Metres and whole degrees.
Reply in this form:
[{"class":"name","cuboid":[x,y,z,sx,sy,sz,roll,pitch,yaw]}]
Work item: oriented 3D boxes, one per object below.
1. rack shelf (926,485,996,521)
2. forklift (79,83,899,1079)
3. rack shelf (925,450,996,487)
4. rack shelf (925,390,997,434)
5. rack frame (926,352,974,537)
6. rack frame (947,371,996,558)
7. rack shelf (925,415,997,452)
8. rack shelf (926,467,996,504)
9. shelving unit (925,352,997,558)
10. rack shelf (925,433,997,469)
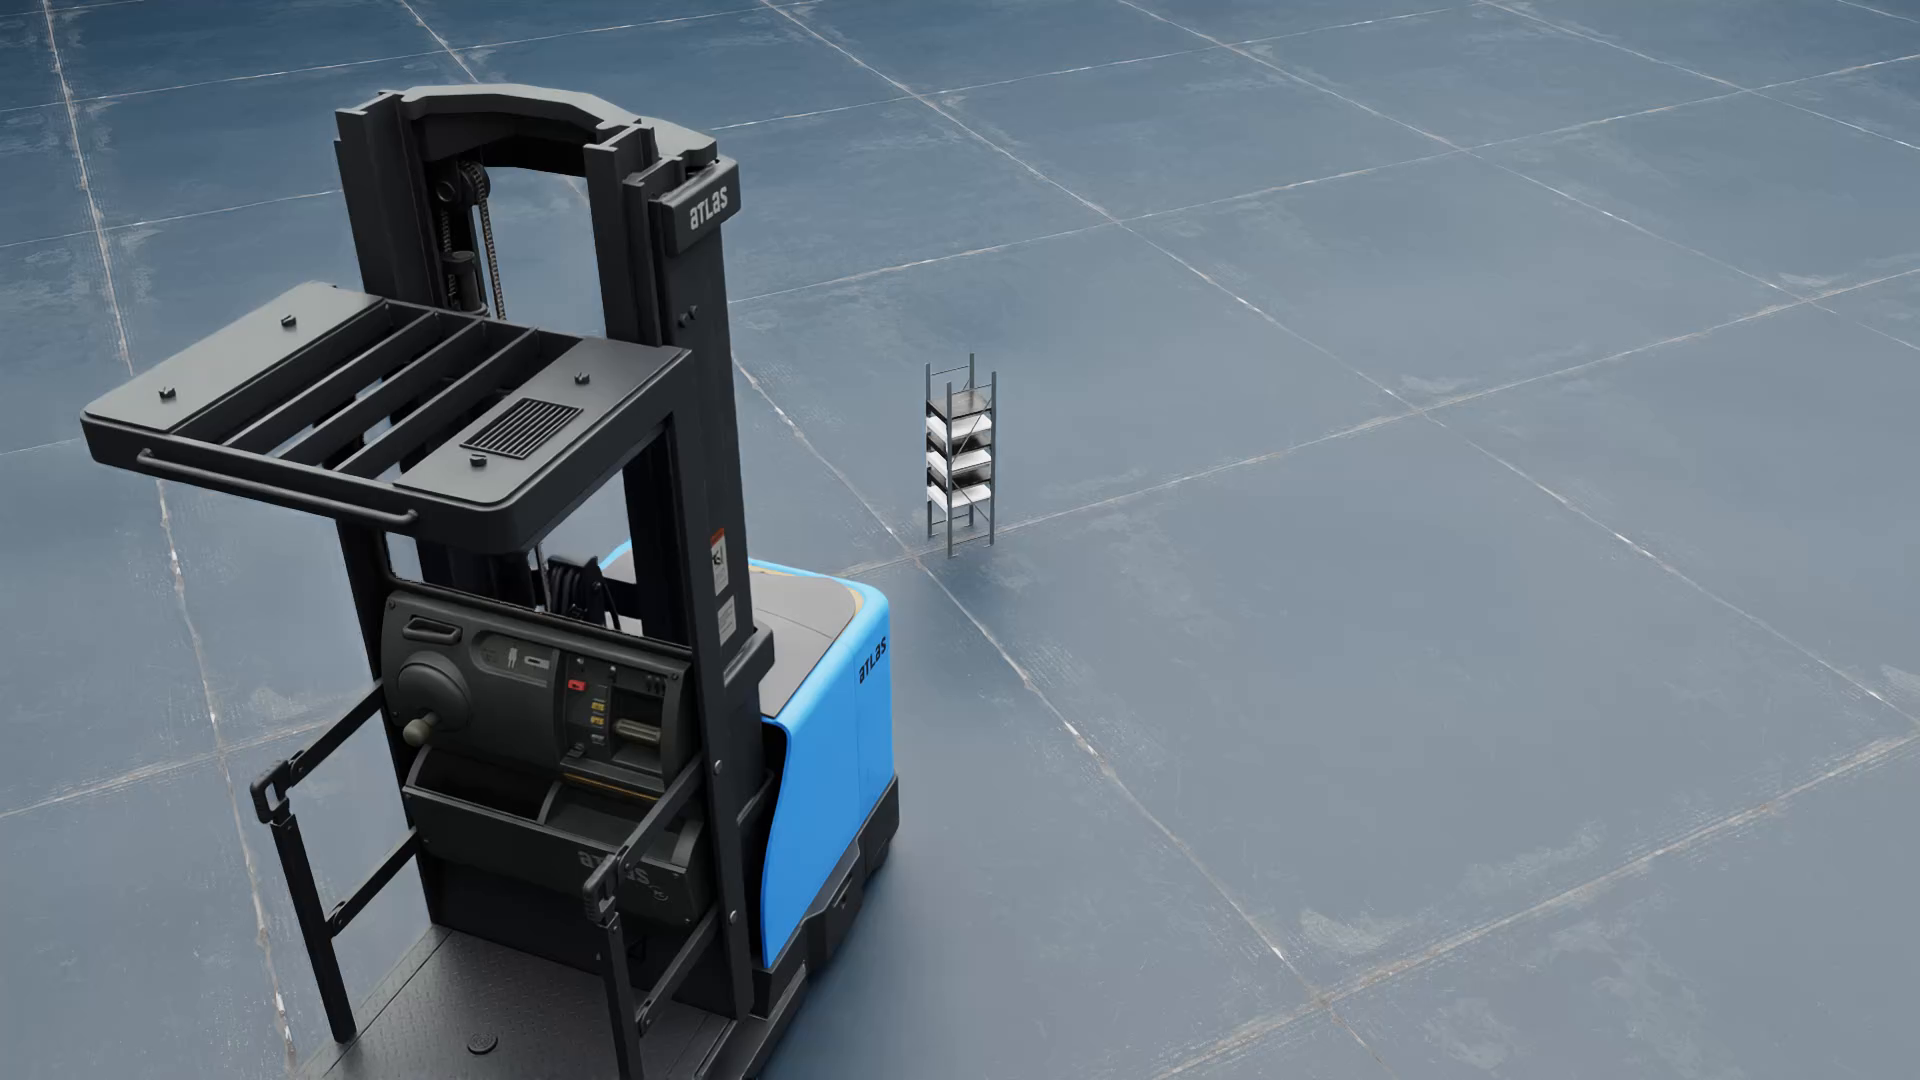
[{"class":"rack shelf","cuboid":[0.004,-0.195,7.616,0.258,0.077,0.200,-16,36,-23]},{"class":"forklift","cuboid":[-1.230,0.474,4.293,1.130,2.935,3.031,12,35,18]},{"class":"rack shelf","cuboid":[0.004,-0.347,7.519,0.258,0.077,0.200,-16,36,-23]},{"class":"rack shelf","cuboid":[0.004,-0.574,7.374,0.258,0.077,0.200,-16,36,-23]},{"class":"rack frame","cuboid":[-0.044,-0.424,7.577,0.240,0.900,0.006,-16,36,-23]},{"class":"rack frame","cuboid":[0.051,-0.327,7.425,0.240,0.900,0.006,-16,36,-23]},{"class":"rack shelf","cuboid":[0.004,-0.499,7.422,0.258,0.077,0.200,-16,36,-23]},{"class":"rack shelf","cuboid":[0.004,-0.271,7.568,0.258,0.077,0.200,-16,36,-23]},{"class":"shelving unit","cuboid":[0.004,-0.375,7.501,0.258,0.900,0.210,-16,36,-23]},{"class":"rack shelf","cuboid":[0.004,-0.423,7.471,0.258,0.077,0.200,-16,36,-23]}]
